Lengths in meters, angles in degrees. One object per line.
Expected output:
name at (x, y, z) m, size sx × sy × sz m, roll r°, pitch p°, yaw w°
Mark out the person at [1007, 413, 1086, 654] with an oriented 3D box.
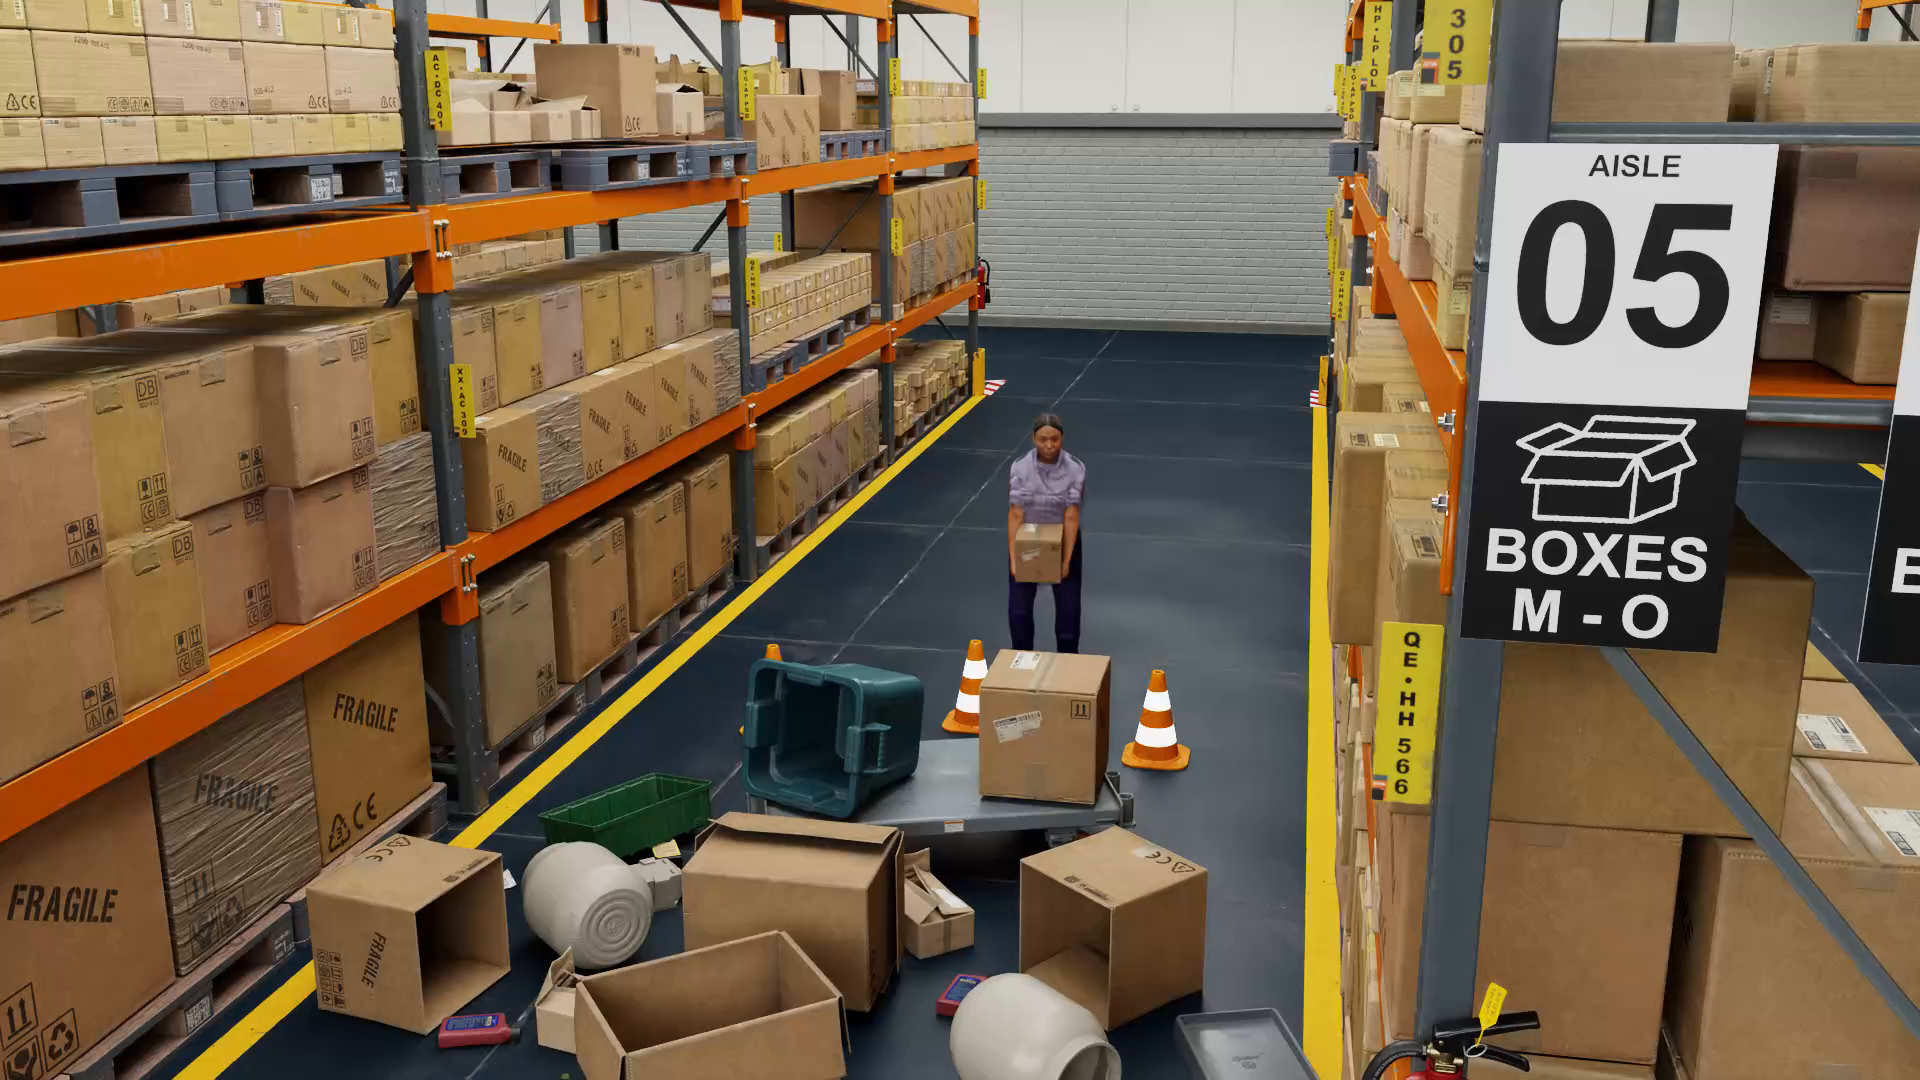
person at (0.478, 0.082, 9.294) m, size 0.431 × 1.625 × 0.559 m, roll 2°, pitch 15°, yaw 7°
